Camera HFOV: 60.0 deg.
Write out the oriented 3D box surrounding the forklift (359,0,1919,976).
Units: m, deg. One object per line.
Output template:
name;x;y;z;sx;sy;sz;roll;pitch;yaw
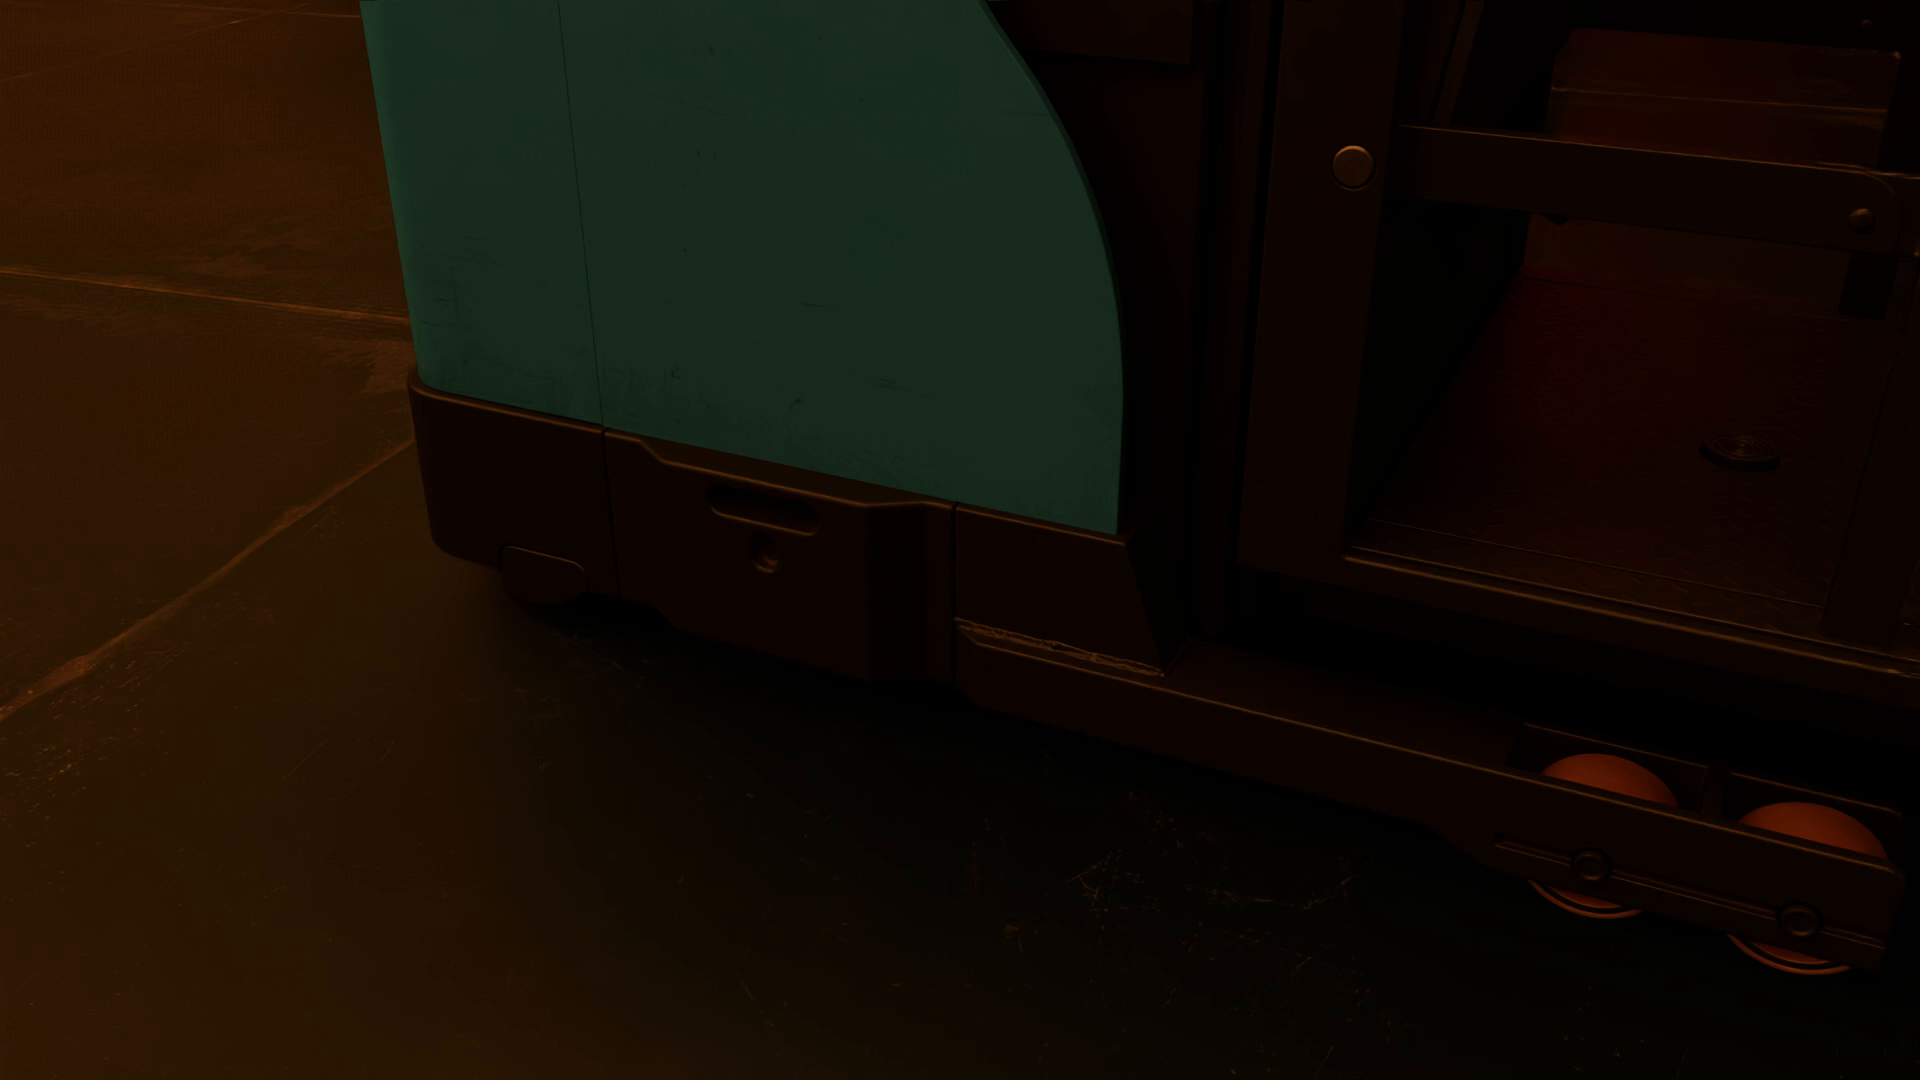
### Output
forklift;0.804;-1.150;1.529;3.031;2.935;1.130;13;30;23
